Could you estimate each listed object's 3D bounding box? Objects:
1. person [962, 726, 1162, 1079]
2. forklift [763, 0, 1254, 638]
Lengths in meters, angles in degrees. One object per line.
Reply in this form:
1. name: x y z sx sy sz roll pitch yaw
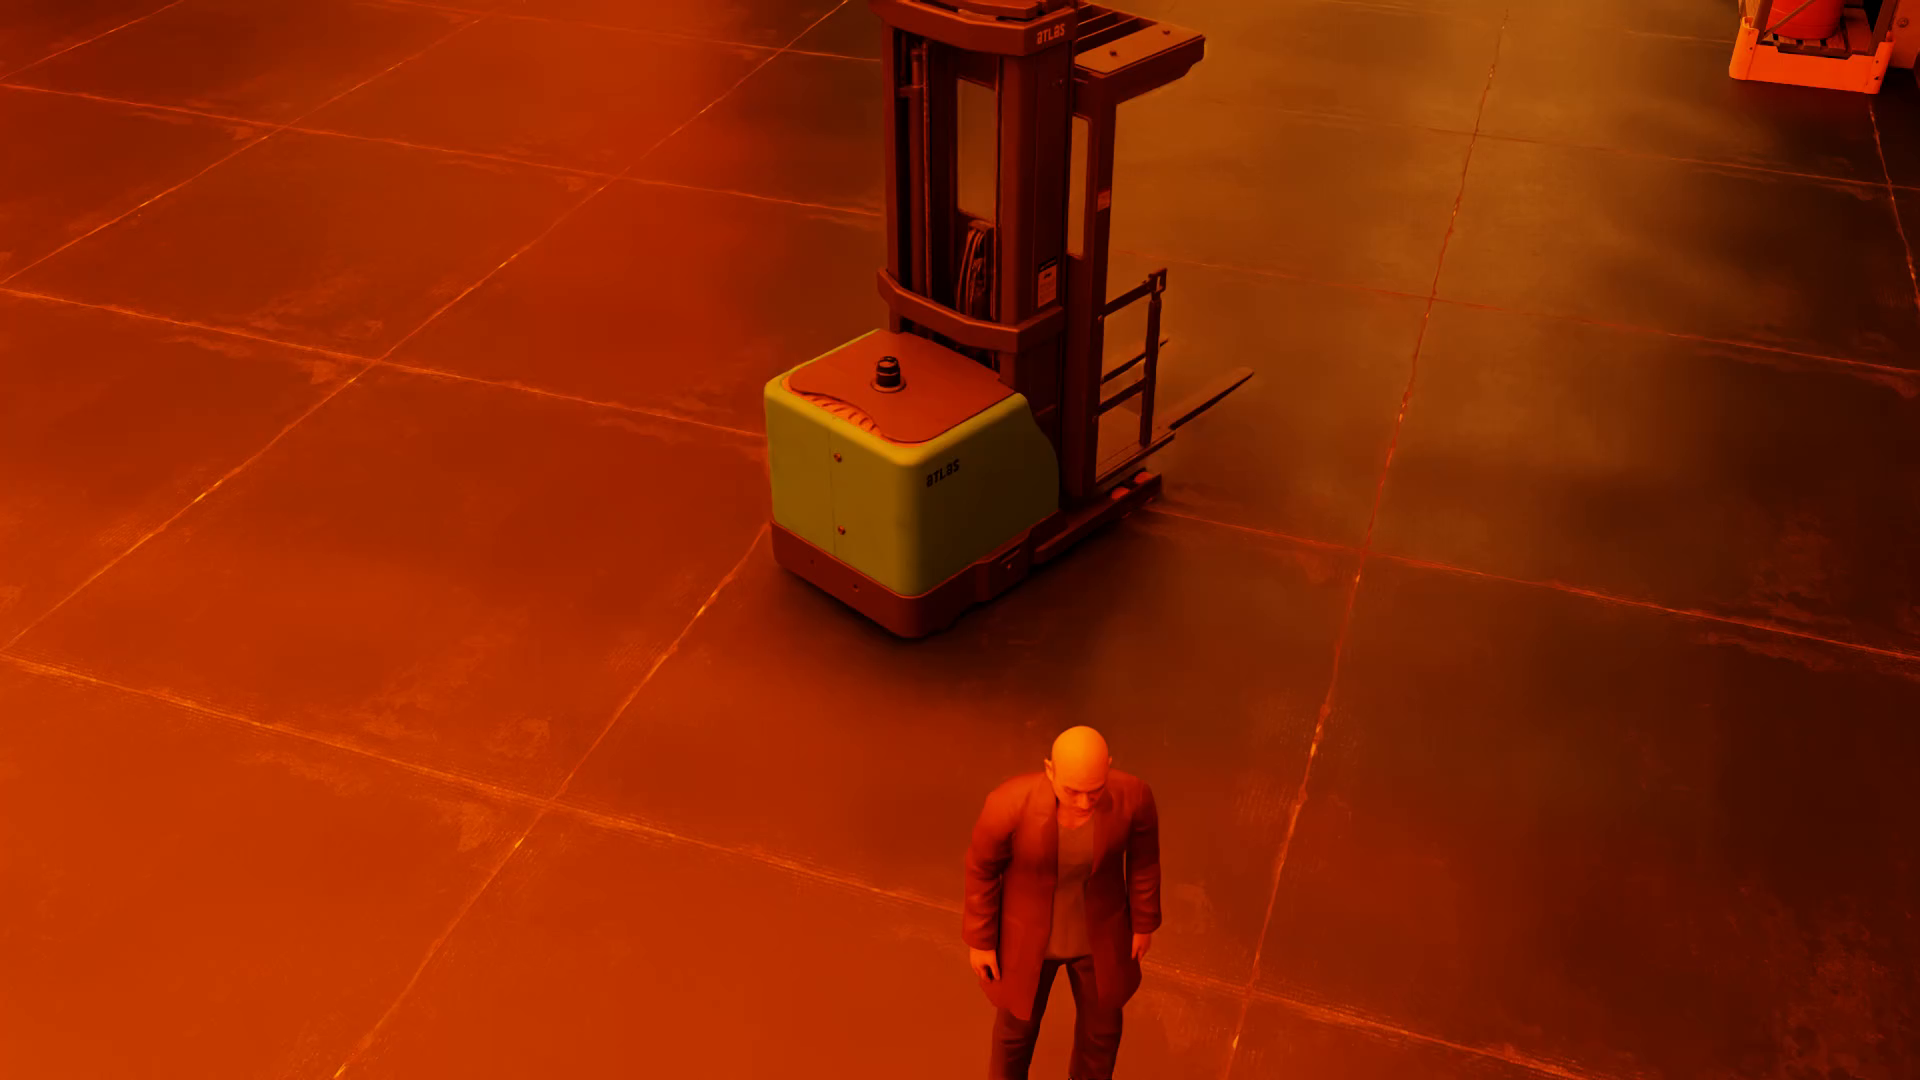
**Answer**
1. person: 0.330 1.273 5.321 0.647 1.776 0.447 -3 35 -4
2. forklift: 0.429 -1.492 8.216 1.130 2.935 3.031 28 44 34
